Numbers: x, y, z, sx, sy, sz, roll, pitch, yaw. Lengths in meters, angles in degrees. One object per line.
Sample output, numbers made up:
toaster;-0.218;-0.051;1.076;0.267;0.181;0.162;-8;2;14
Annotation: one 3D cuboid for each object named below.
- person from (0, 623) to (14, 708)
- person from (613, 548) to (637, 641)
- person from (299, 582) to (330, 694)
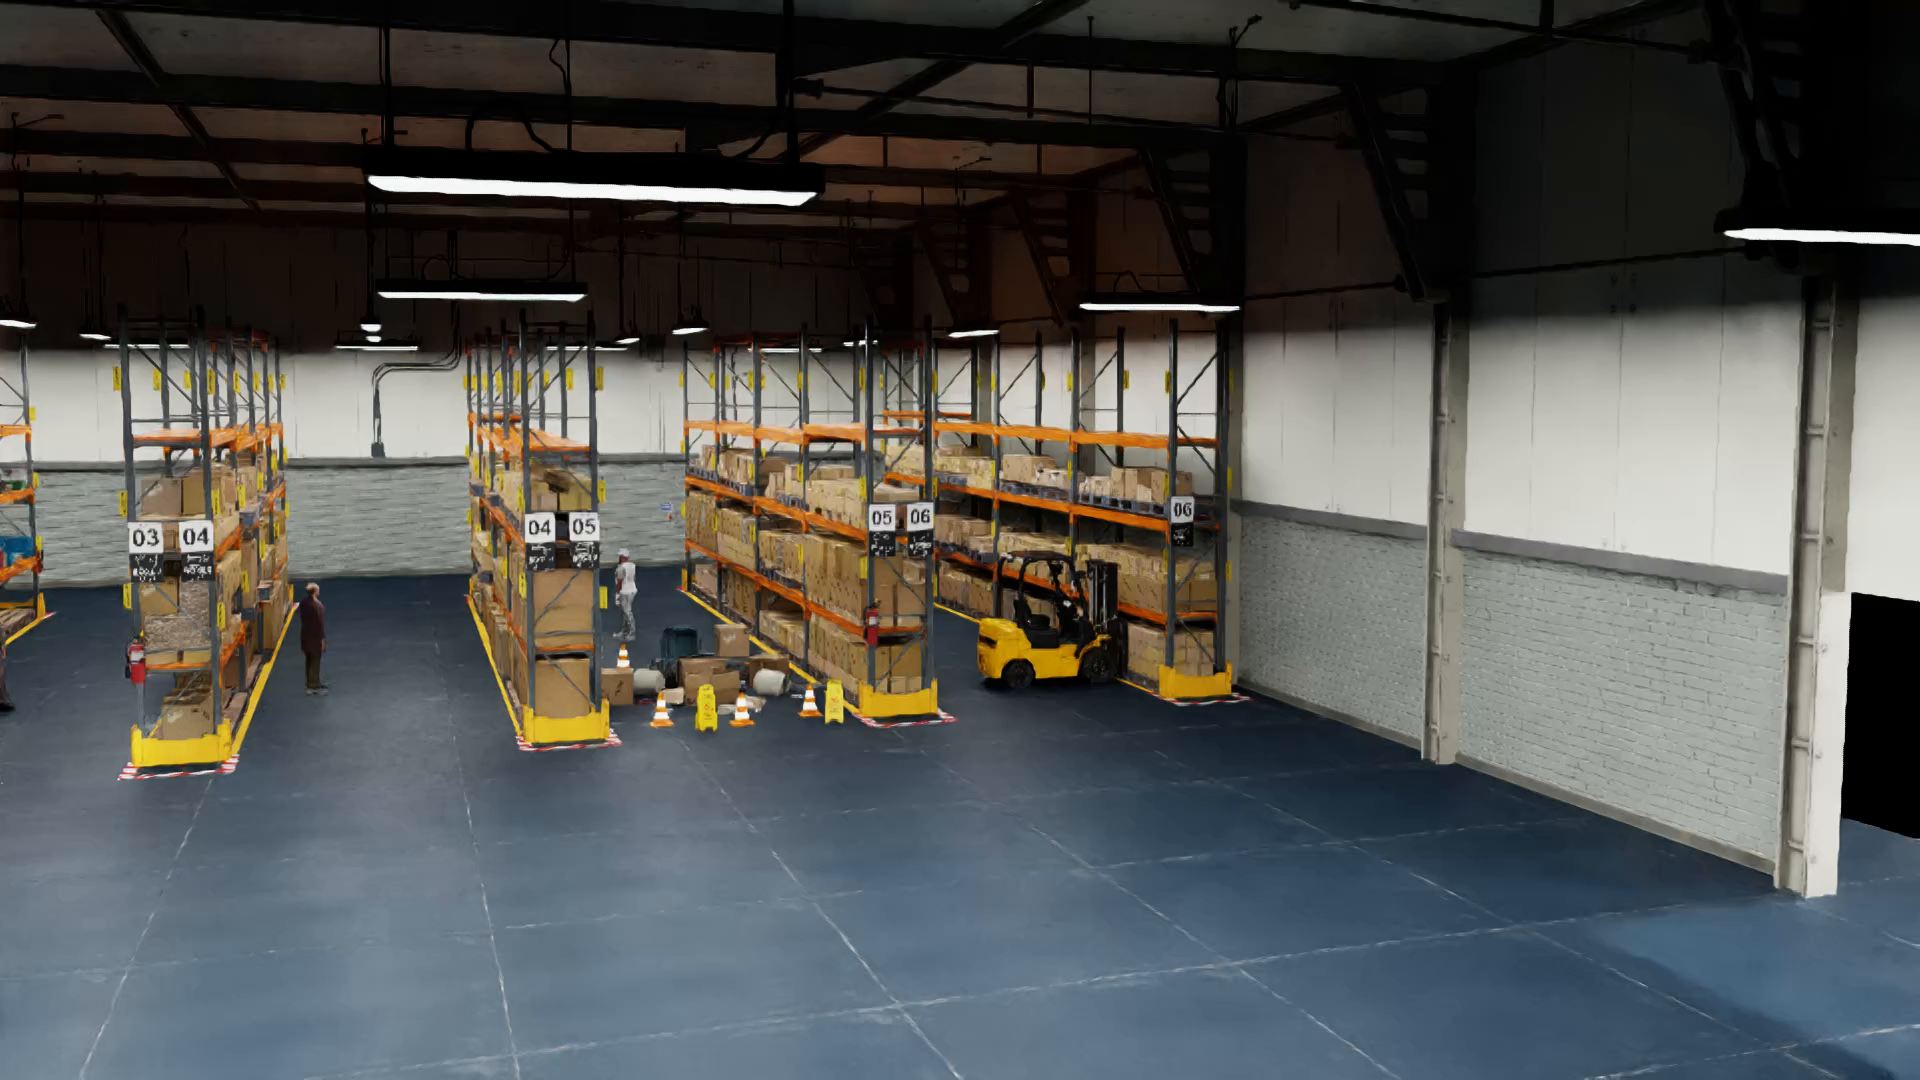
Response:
person;-14.973;1.754;25.498;0.682;1.661;0.844;-4;7;-36
person;-6.522;1.038;32.278;0.583;1.782;0.665;1;6;11
person;-10.368;1.618;26.752;0.645;1.675;0.478;5;7;41
